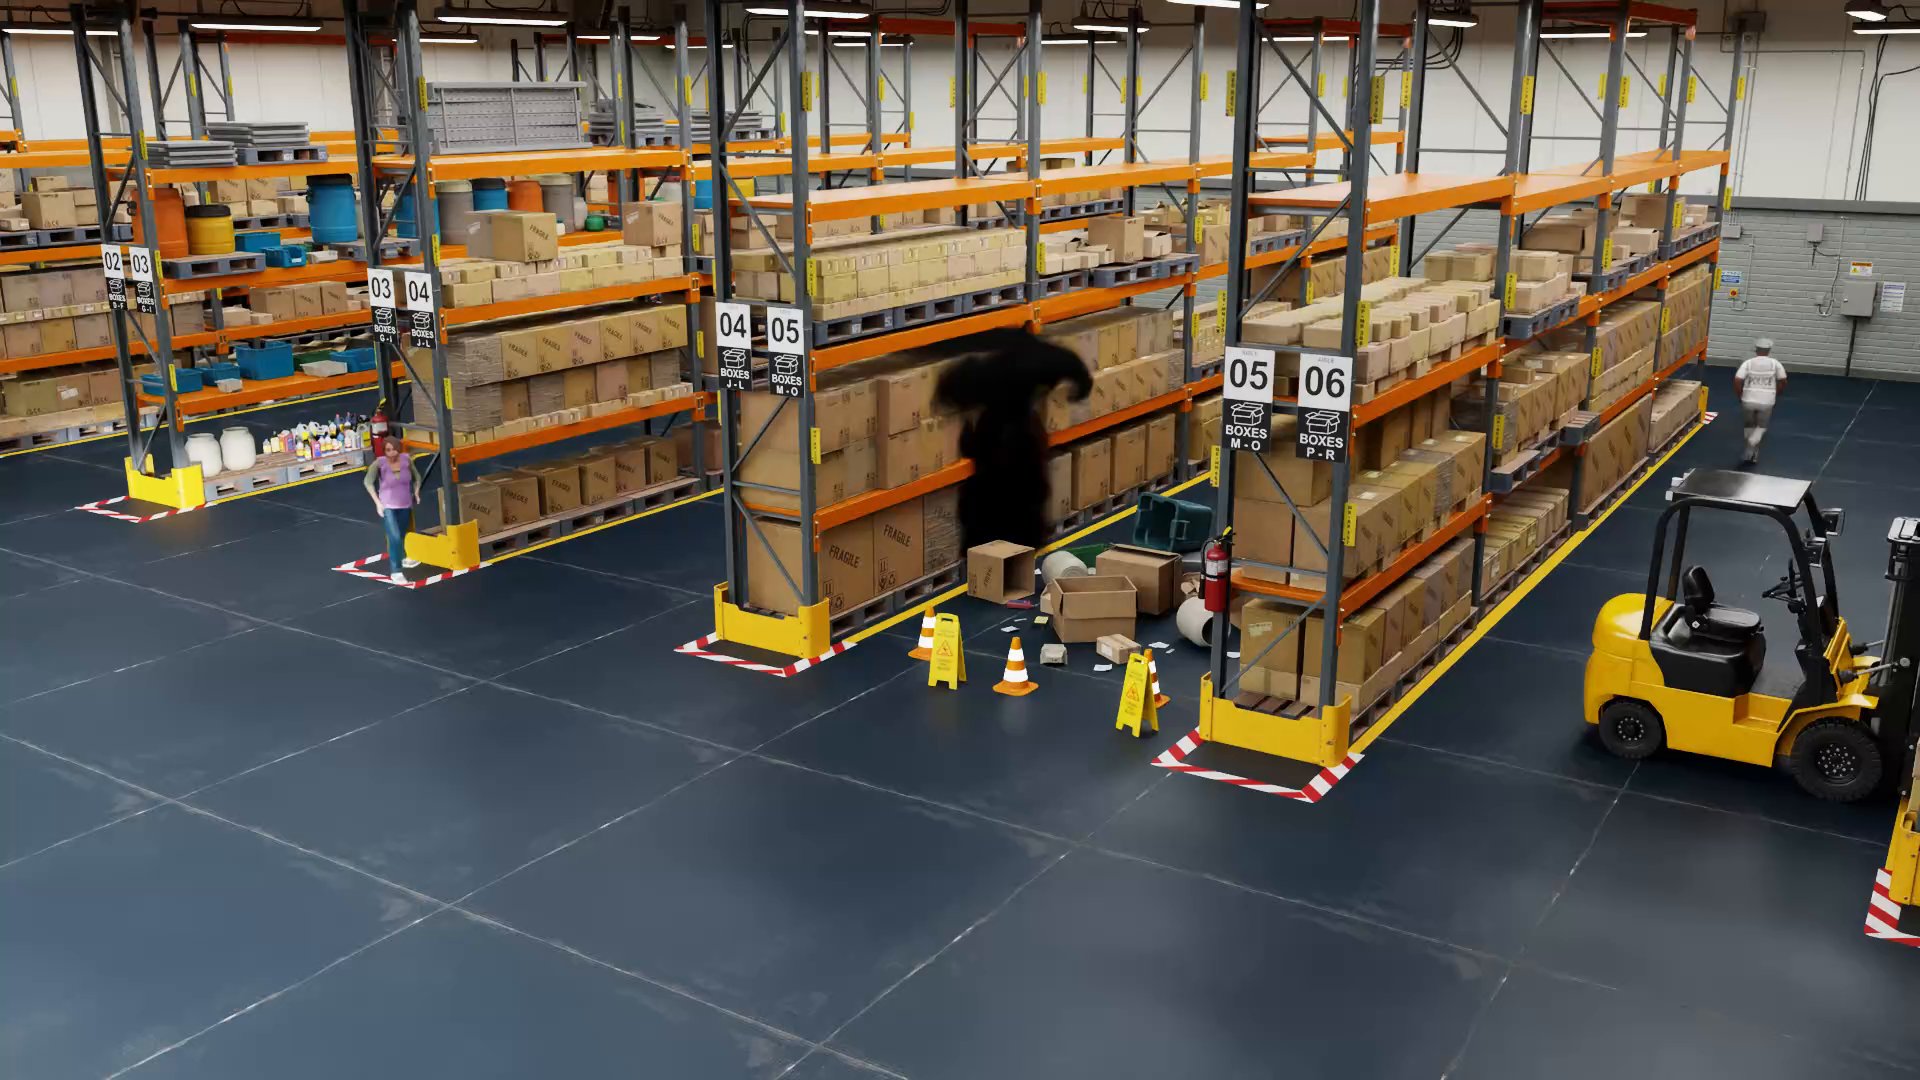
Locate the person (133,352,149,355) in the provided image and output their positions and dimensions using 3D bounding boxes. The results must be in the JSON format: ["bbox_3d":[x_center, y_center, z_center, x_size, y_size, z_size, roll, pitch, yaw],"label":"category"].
[{"bbox_3d":[-13.402,-3.152,27.326,0.659,1.738,0.775,7,17,22],"label":"person"}]

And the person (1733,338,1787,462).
[{"bbox_3d":[10.940,-1.878,22.815,0.656,1.728,0.595,9,18,28],"label":"person"}]

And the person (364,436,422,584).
[{"bbox_3d":[-5.590,-0.334,16.528,0.585,1.524,0.795,-15,21,-42],"label":"person"}]
